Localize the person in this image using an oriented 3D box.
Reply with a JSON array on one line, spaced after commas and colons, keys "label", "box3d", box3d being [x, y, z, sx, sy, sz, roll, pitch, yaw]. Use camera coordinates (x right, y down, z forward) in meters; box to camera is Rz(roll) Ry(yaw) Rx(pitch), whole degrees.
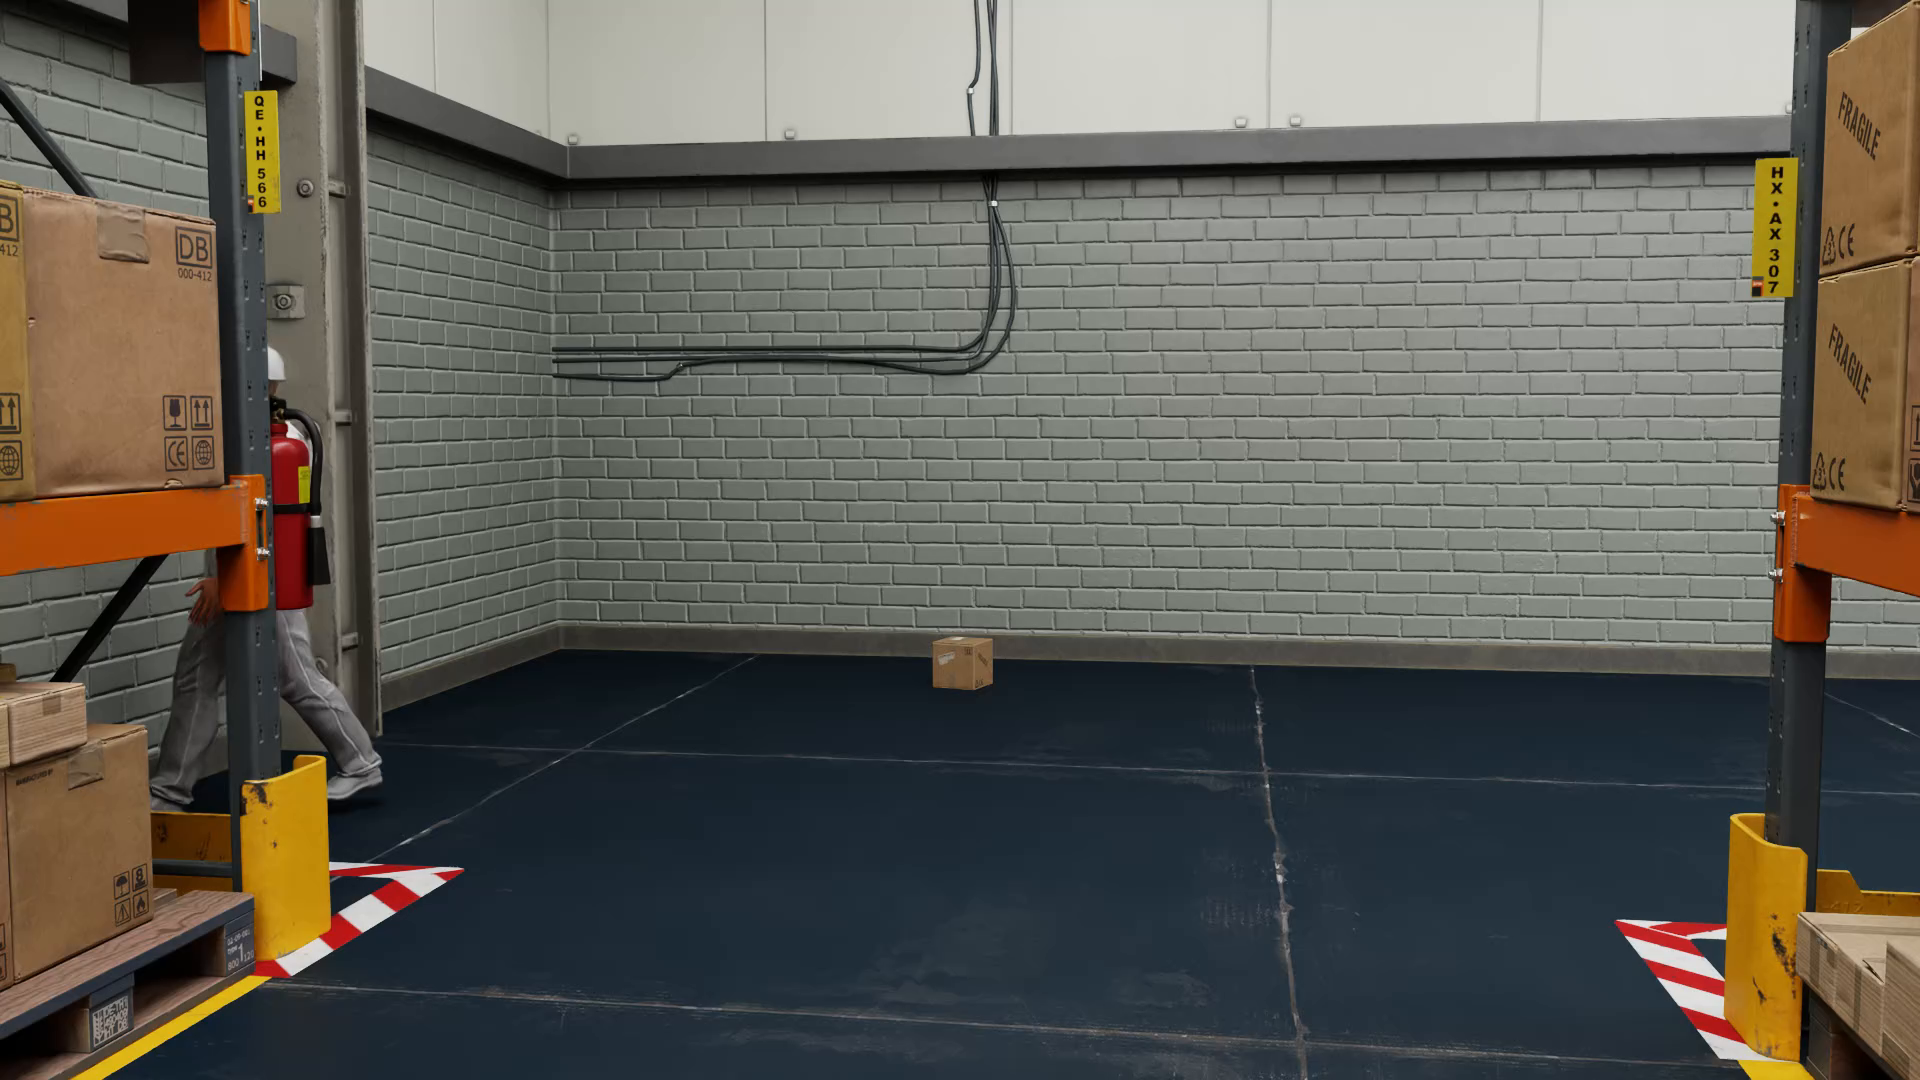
[{"label": "person", "box3d": [-2.620, 0.152, 6.030, 0.991, 1.731, 0.588, -4, 6, -40]}]
